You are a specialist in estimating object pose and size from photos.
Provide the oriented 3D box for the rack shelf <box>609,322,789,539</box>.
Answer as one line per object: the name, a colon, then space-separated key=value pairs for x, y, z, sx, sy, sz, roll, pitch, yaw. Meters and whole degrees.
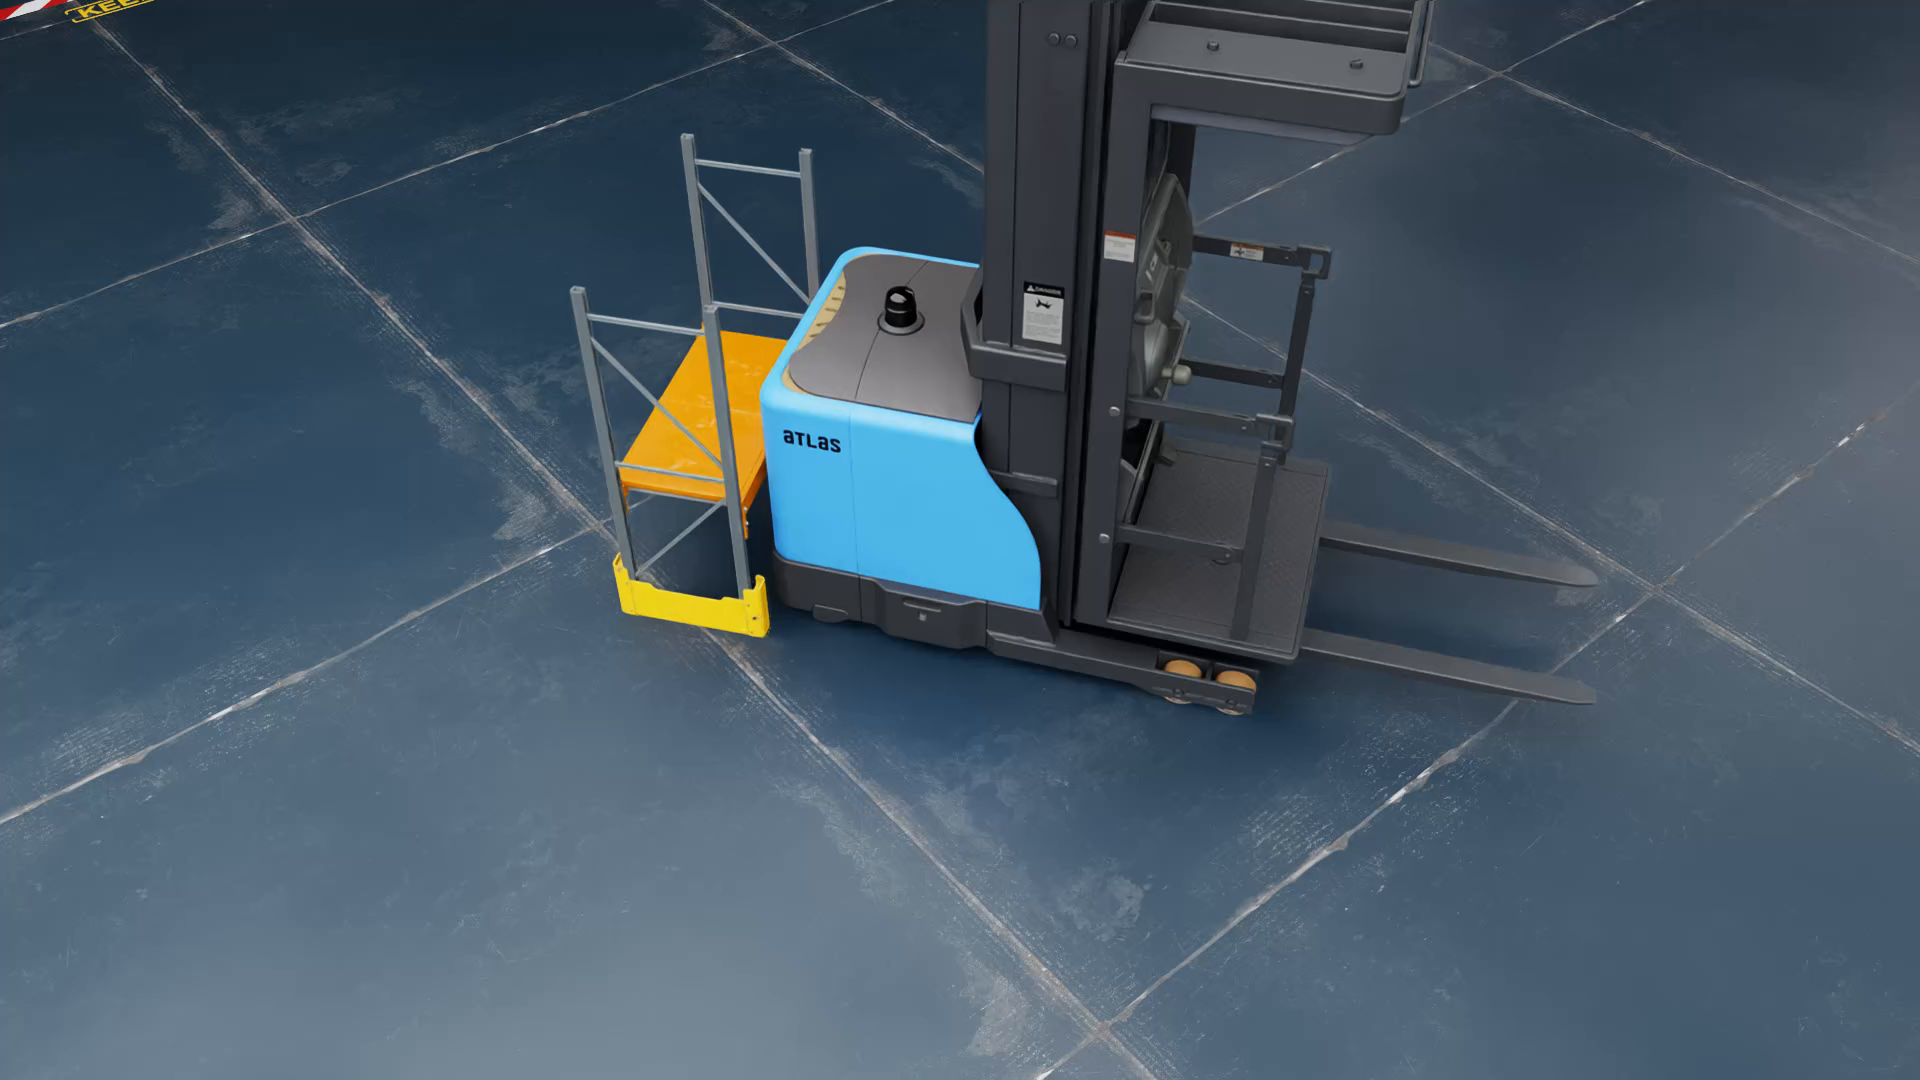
rack shelf: x=-0.907 y=-0.442 z=6.387 sx=0.538 sy=0.185 sz=1.000 roll=9 pitch=44 yaw=10

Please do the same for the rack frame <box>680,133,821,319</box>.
rack frame: x=-0.787 y=-0.911 z=6.624 sx=0.500 sy=1.500 sz=0.032 roll=9 pitch=44 yaw=10

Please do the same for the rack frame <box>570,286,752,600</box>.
rack frame: x=-1.027 y=-0.235 z=5.904 sx=0.500 sy=1.500 sz=0.032 roll=9 pitch=44 yaw=10

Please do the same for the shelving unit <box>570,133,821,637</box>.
shelving unit: x=-0.905 y=-0.579 z=6.271 sx=0.587 sy=1.500 sz=1.083 roll=9 pitch=44 yaw=10

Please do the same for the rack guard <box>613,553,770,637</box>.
rack guard: x=-1.023 y=0.208 z=6.346 sx=0.587 sy=0.250 sz=0.087 roll=9 pitch=44 yaw=10

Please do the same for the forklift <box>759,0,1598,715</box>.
forklift: x=0.862 y=-0.838 z=5.501 sx=3.031 sy=2.935 sz=1.130 roll=11 pitch=44 yaw=11
